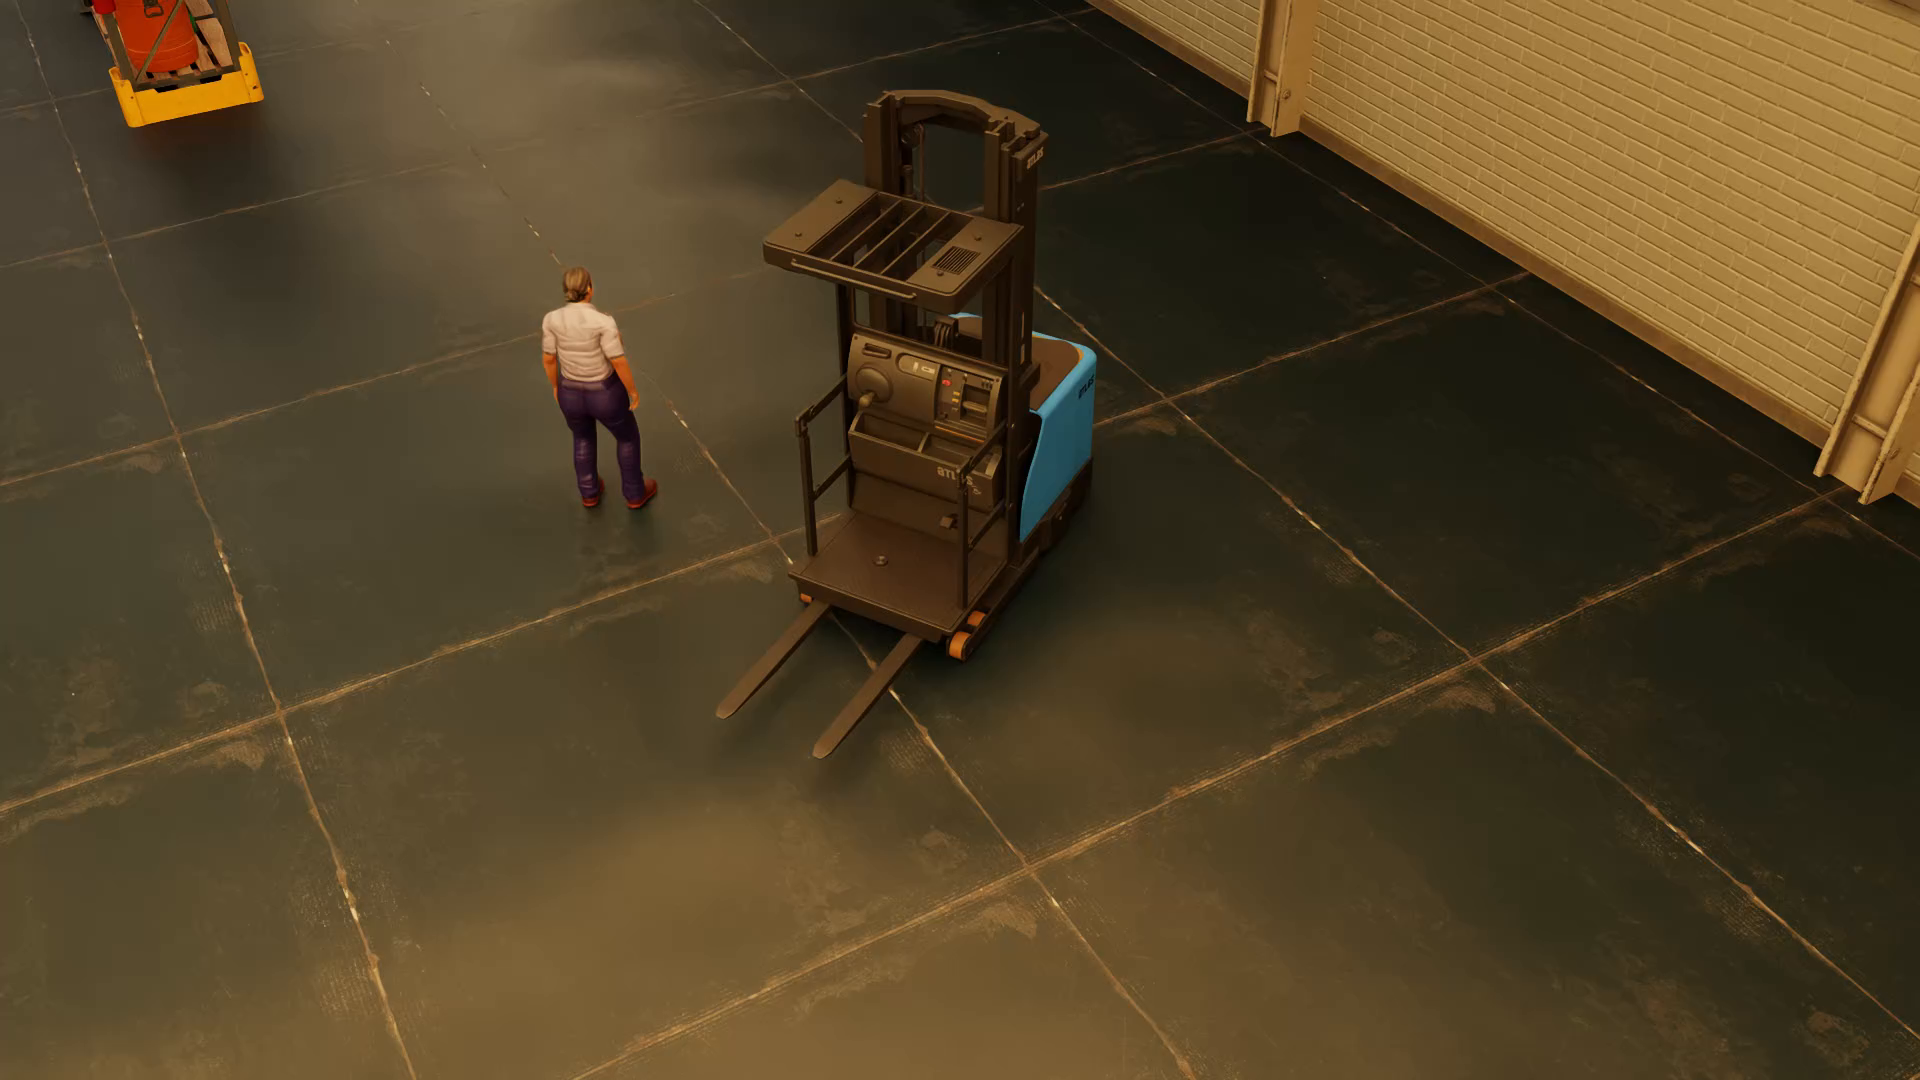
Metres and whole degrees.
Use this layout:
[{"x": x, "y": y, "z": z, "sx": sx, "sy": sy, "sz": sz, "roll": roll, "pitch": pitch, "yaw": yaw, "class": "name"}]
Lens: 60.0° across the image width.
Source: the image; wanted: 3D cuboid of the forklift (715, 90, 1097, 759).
[{"x": -0.297, "y": -0.774, "z": 8.969, "sx": 1.130, "sy": 2.935, "sz": 3.031, "roll": 19, "pitch": 43, "yaw": 21, "class": "forklift"}]

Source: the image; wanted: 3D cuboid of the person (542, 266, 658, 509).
[{"x": -2.229, "y": -0.905, "z": 10.132, "sx": 0.542, "sy": 1.650, "sz": 0.382, "roll": 5, "pitch": 40, "yaw": 6, "class": "person"}]
